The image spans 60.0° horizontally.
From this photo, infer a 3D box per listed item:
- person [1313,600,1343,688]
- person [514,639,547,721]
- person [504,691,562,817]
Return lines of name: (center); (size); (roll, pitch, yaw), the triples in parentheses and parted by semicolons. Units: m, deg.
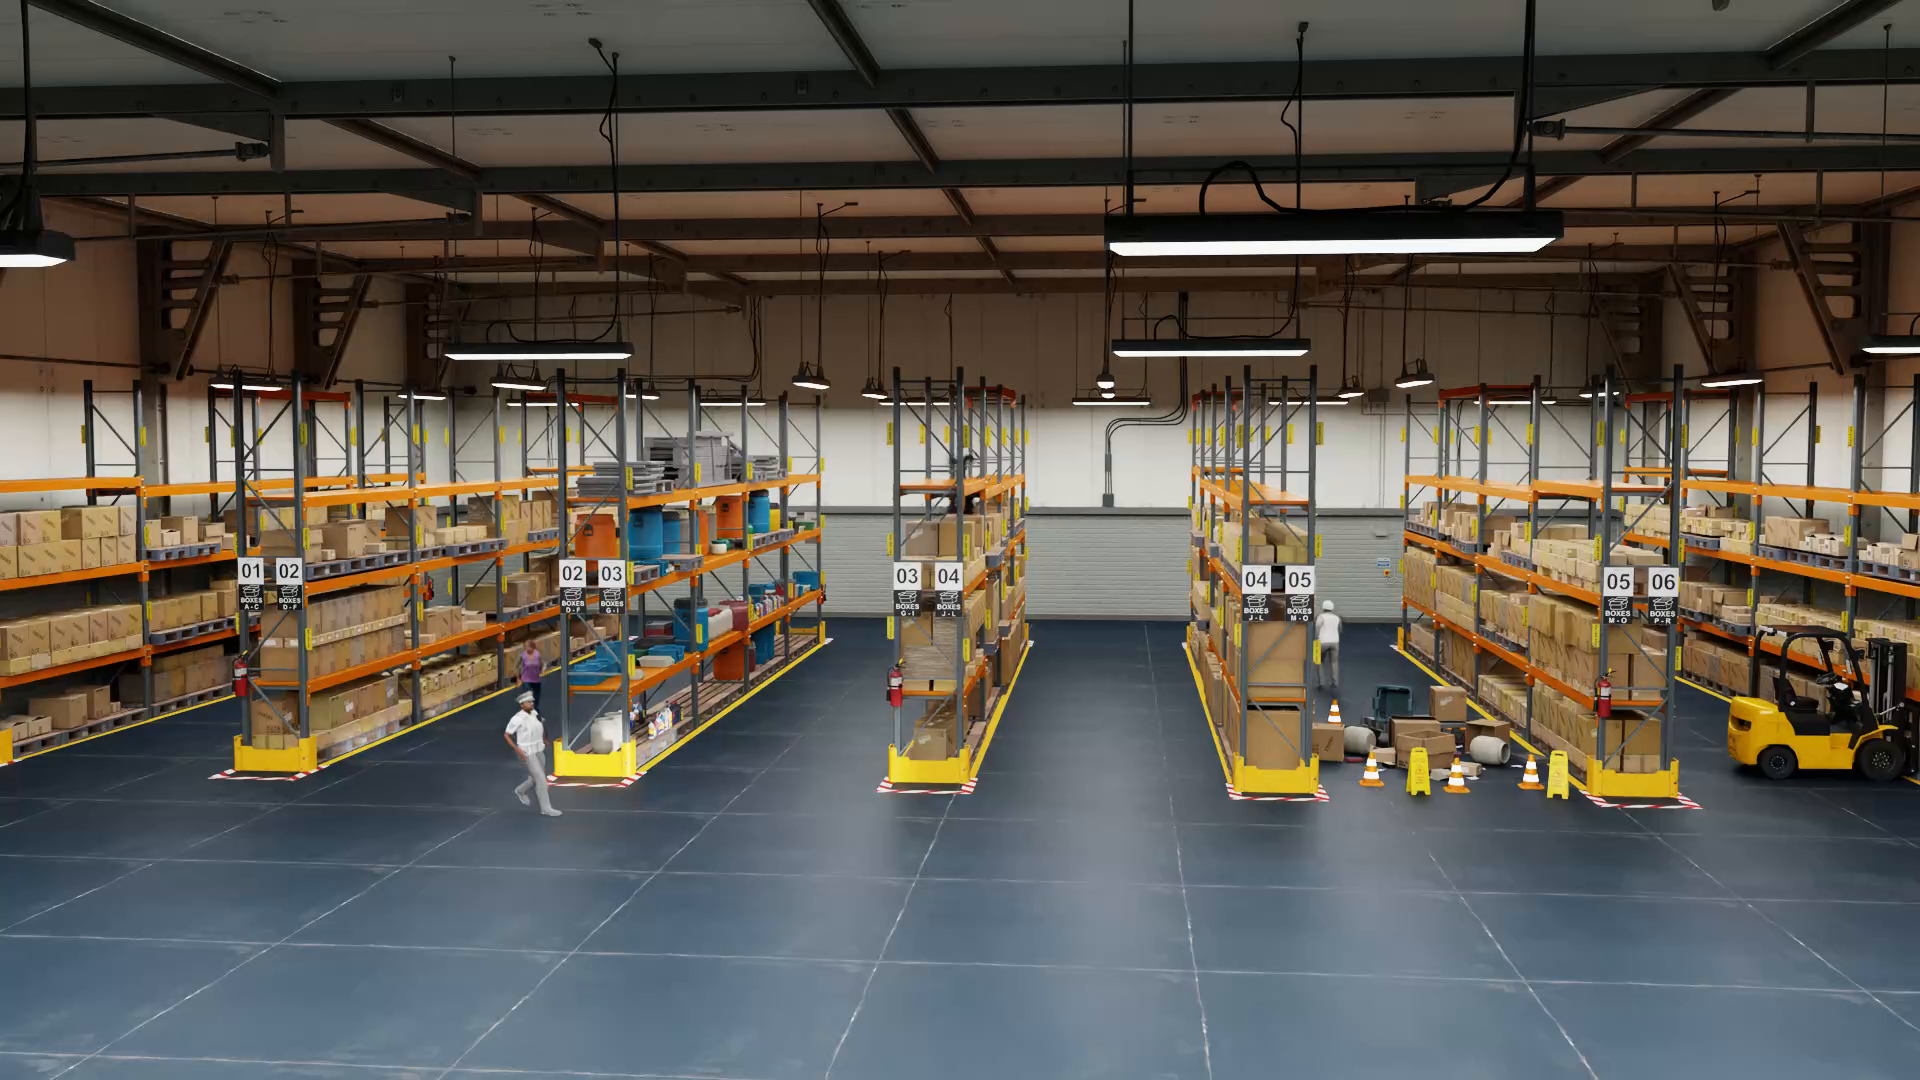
person: (7.293, 2.084, 32.928); (0.651, 1.747, 0.975); (0, 4, 0)
person: (-7.408, 2.477, 28.858); (0.558, 1.558, 0.787); (-3, 5, -39)
person: (-5.688, 2.808, 21.949); (0.846, 1.662, 0.622); (2, 4, 27)
